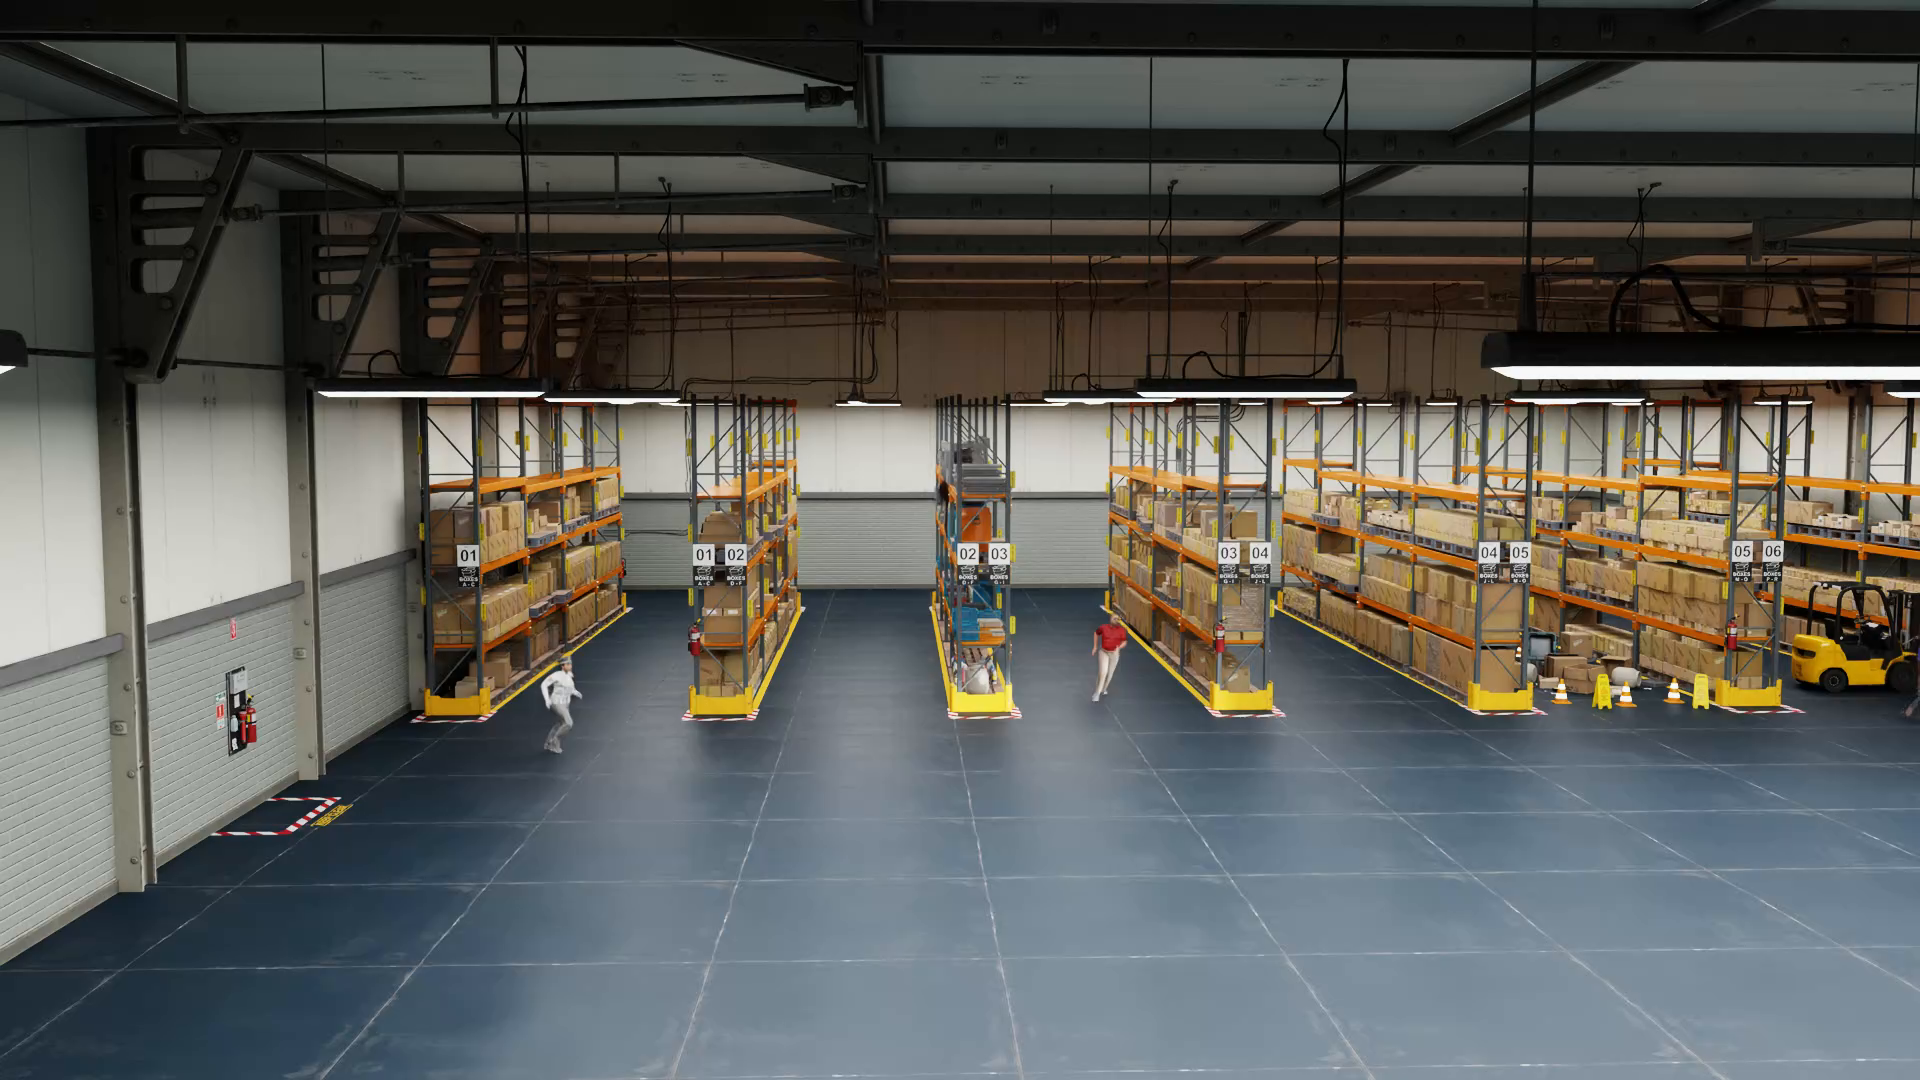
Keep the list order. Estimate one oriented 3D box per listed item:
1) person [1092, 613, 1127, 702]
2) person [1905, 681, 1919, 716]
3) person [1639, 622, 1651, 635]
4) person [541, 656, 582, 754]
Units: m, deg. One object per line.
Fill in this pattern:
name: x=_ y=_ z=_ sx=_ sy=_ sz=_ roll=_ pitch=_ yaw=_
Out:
person: x=2.919 y=2.287 z=32.774 sx=0.732 sy=1.712 sz=0.845 roll=0 pitch=5 yaw=-5
person: x=17.778 y=2.528 z=30.443 sx=0.673 sy=1.595 sz=0.614 roll=0 pitch=4 yaw=0
person: x=16.659 y=1.745 z=40.190 sx=0.607 sy=1.654 sz=0.957 roll=0 pitch=5 yaw=-5
person: x=-6.619 y=2.734 z=27.615 sx=0.738 sy=1.659 sz=0.604 roll=2 pitch=5 yaw=22
